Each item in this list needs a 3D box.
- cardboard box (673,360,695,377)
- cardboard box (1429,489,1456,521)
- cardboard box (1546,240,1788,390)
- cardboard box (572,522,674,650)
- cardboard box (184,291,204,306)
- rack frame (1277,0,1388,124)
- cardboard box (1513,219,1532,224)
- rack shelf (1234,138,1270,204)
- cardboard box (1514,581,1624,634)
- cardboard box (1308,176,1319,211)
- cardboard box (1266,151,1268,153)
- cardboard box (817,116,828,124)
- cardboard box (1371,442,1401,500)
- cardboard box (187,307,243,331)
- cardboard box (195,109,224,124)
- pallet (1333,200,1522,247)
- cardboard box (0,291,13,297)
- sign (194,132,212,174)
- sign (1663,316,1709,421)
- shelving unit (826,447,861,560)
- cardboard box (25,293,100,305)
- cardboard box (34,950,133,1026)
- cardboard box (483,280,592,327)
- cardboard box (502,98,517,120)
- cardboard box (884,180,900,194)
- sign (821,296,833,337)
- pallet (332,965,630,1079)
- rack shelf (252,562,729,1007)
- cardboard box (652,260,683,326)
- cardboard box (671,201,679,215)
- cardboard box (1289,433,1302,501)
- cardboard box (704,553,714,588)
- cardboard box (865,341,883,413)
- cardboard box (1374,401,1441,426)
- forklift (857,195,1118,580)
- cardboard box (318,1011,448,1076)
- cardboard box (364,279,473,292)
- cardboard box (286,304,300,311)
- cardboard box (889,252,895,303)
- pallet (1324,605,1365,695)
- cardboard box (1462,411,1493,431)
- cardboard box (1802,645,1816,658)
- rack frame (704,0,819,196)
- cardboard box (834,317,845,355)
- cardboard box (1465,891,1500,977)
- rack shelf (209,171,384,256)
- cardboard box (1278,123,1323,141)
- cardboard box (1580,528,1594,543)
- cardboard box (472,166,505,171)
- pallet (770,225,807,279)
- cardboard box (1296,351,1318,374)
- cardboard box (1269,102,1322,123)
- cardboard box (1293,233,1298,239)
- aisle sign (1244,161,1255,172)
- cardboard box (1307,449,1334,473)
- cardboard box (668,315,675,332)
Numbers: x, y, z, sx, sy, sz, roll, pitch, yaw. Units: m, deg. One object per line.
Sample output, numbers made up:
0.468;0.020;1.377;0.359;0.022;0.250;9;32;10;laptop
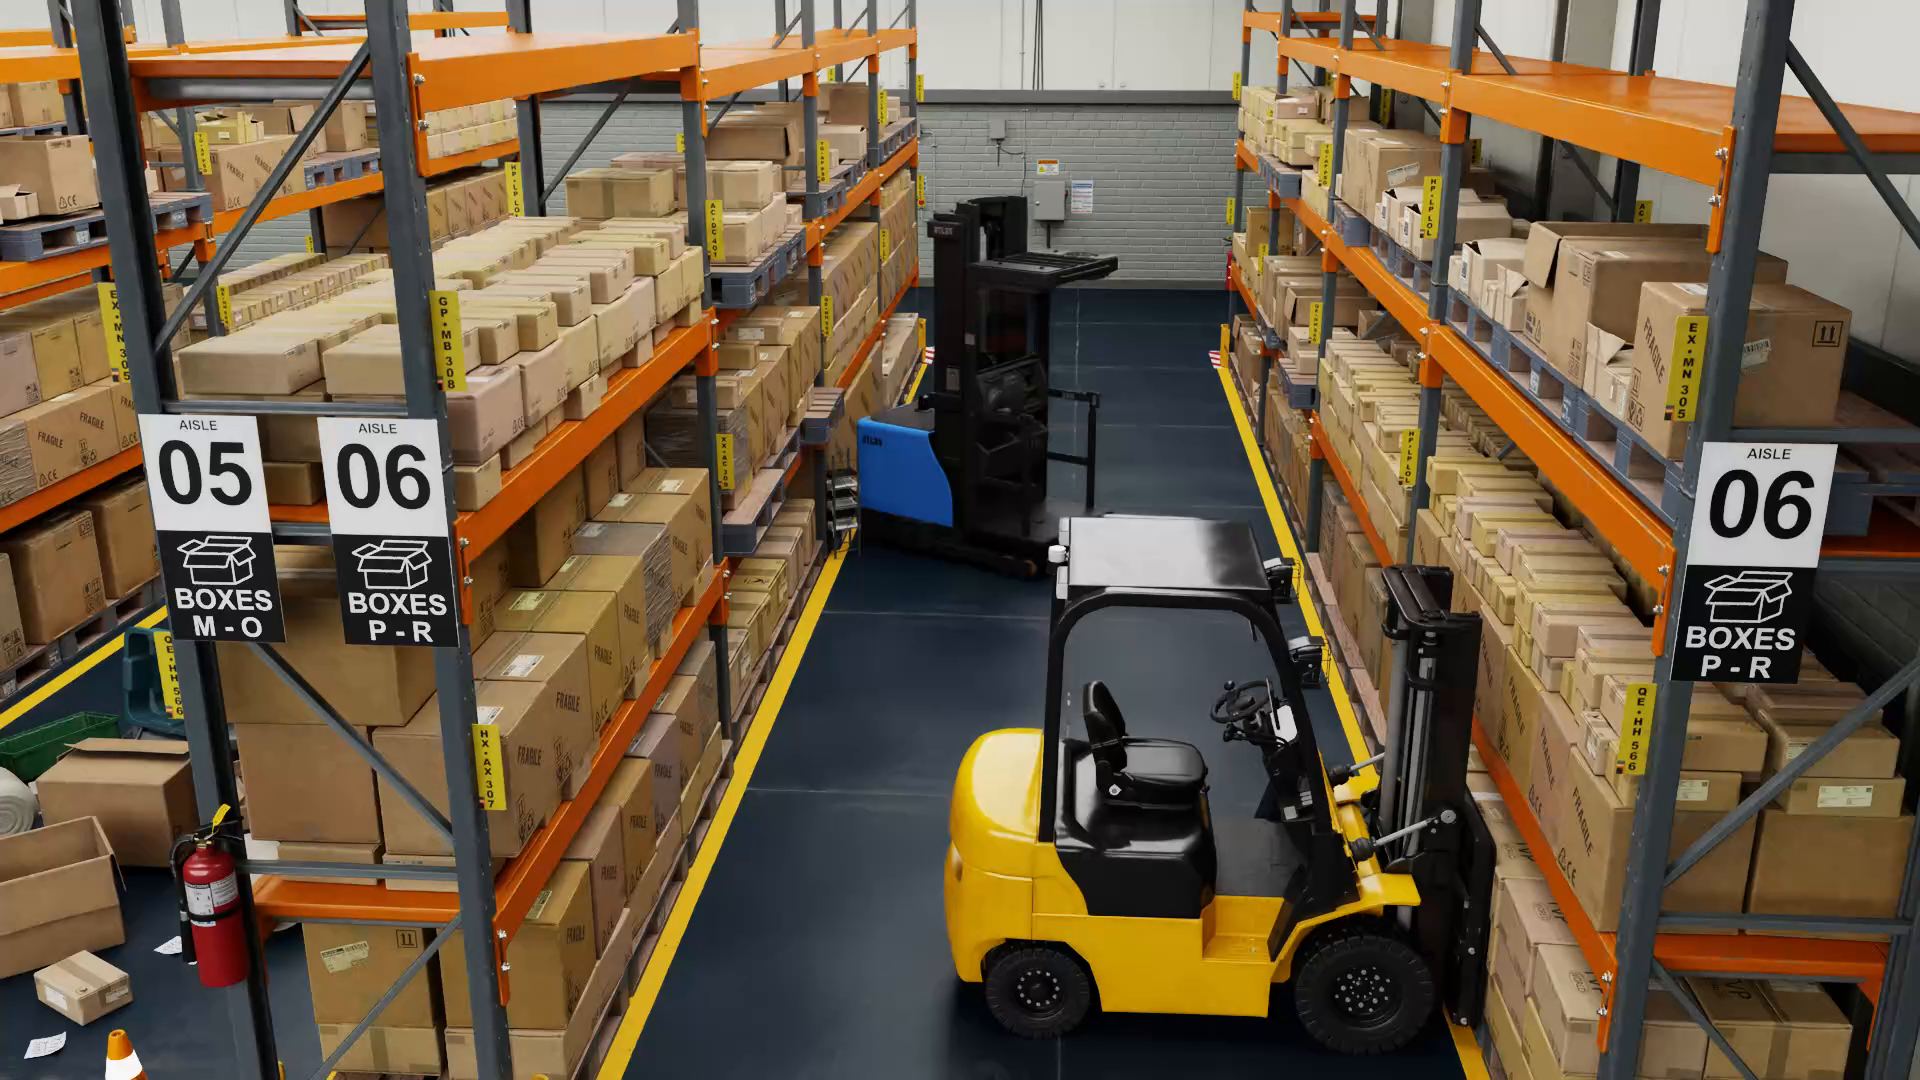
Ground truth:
-2.017;-0.901;11.044;0.500;0.500;0.500;2;18;6;cardboard box
2.768;-0.203;9.024;0.380;0.149;0.250;1;18;3;cardboard box
2.728;-0.877;6.470;0.700;0.500;0.500;1;18;4;cardboard box
-1.745;0.226;8.279;0.500;0.500;0.500;2;18;5;cardboard box
-6.924;-2.139;14.908;0.380;0.149;0.250;2;18;6;cardboard box
3.626;-5.276;16.073;1.000;3.000;0.127;1;18;4;rack frame
3.208;-1.834;9.953;0.380;0.149;0.250;1;18;4;cardboard box
3.770;-4.130;18.548;1.077;0.370;4.000;1;18;4;rack shelf
2.573;0.290;7.041;0.380;0.149;0.250;2;18;5;cardboard box
3.170;-2.858;13.752;0.500;0.250;0.500;1;18;4;cardboard box
3.406;-4.009;17.426;0.380;0.149;0.250;2;18;6;cardboard box
-1.598;-4.349;17.442;0.396;0.266;0.258;2;18;6;cardboard box
2.863;-0.425;10.341;0.500;0.250;0.500;1;18;2;cardboard box
-6.329;-1.875;14.102;0.380;0.149;0.250;1;18;4;cardboard box
-6.714;-3.740;14.812;0.396;0.266;0.258;1;18;4;cardboard box
3.380;-2.306;12.129;1.213;0.211;1.003;2;18;6;pallet
-10.838;-2.803;18.563;0.380;0.149;0.250;1;18;2;cardboard box
-6.003;-3.065;13.186;0.100;0.325;0.005;1;18;4;sign
2.226;-0.523;5.091;0.100;0.325;0.005;1;18;4;sign
-0.989;-0.309;13.921;0.258;0.900;0.210;-9;20;-25;shelving unit
-6.633;-1.598;12.716;0.700;0.500;0.500;1;18;3;cardboard box
-4.106;2.095;7.791;0.380;0.149;0.250;12;22;32;cardboard box
-1.760;-0.988;6.928;0.380;0.149;0.250;2;18;5;cardboard box
-5.762;-5.299;20.399;0.500;0.250;0.500;1;18;2;cardboard box
-0.901;-4.095;19.294;0.380;0.149;0.250;2;18;5;cardboard box
-1.070;-1.796;13.354;0.100;0.325;0.005;1;18;4;sign
-2.086;2.242;7.241;1.003;0.211;1.213;1;18;4;pallet
-2.042;0.913;7.975;1.077;0.370;4.000;1;18;4;rack shelf
-1.697;-1.246;8.353;0.500;0.250;0.500;1;18;3;cardboard box
-1.960;-1.946;10.293;0.500;0.250;0.500;2;18;5;cardboard box
3.237;-0.649;14.925;0.500;0.500;0.500;2;18;6;cardboard box
-1.617;0.176;9.473;0.380;0.149;0.250;1;18;3;cardboard box
-1.289;-1.530;17.014;0.875;0.875;0.875;2;18;6;cardboard box
2.918;-0.805;10.860;0.380;0.149;0.250;1;18;4;cardboard box
0.600;-1.253;13.541;3.031;2.935;1.130;13;22;34;forklift
-2.394;2.035;7.138;0.500;0.250;0.500;1;18;4;cardboard box
-2.259;-0.998;6.956;0.380;0.149;0.250;1;18;2;cardboard box
-6.251;-2.062;15.149;0.380;0.149;0.250;1;18;4;cardboard box
-0.990;-2.878;18.230;0.500;0.500;0.500;1;18;4;cardboard box
3.152;0.775;11.719;1.003;0.211;1.213;1;18;4;pallet
3.423;-0.717;10.591;0.380;0.149;0.250;1;18;4;cardboard box
3.093;0.466;6.504;0.380;0.149;0.250;1;18;4;cardboard box
-1.612;-4.143;12.616;1.000;3.000;0.127;1;18;4;rack frame
-1.291;-1.771;14.449;0.500;0.250;0.500;2;18;5;cardboard box
2.552;1.697;7.366;0.500;0.250;0.500;1;18;3;cardboard box
-6.413;-3.076;15.332;1.077;0.370;4.000;1;18;4;rack shelf
3.167;-3.794;15.458;0.380;0.149;0.250;1;18;3;cardboard box
3.295;0.051;8.247;0.380;0.149;0.250;1;18;4;cardboard box
-5.767;-4.373;20.706;0.500;0.500;0.500;1;18;3;cardboard box
-1.677;-1.898;10.882;1.213;0.211;1.003;1;18;4;pallet
3.004;-1.476;13.838;0.380;0.149;0.250;2;18;5;cardboard box
3.422;-4.320;16.934;0.500;0.250;0.500;1;18;4;cardboard box
4.145;-3.589;20.321;0.500;0.250;0.500;2;18;6;cardboard box
3.625;-4.931;20.478;0.394;0.787;0.004;1;18;4;aisle sign
3.122;-0.662;13.924;0.380;0.149;0.250;0;18;1;cardboard box
-1.723;-1.175;8.778;0.380;0.149;0.250;2;18;5;cardboard box
